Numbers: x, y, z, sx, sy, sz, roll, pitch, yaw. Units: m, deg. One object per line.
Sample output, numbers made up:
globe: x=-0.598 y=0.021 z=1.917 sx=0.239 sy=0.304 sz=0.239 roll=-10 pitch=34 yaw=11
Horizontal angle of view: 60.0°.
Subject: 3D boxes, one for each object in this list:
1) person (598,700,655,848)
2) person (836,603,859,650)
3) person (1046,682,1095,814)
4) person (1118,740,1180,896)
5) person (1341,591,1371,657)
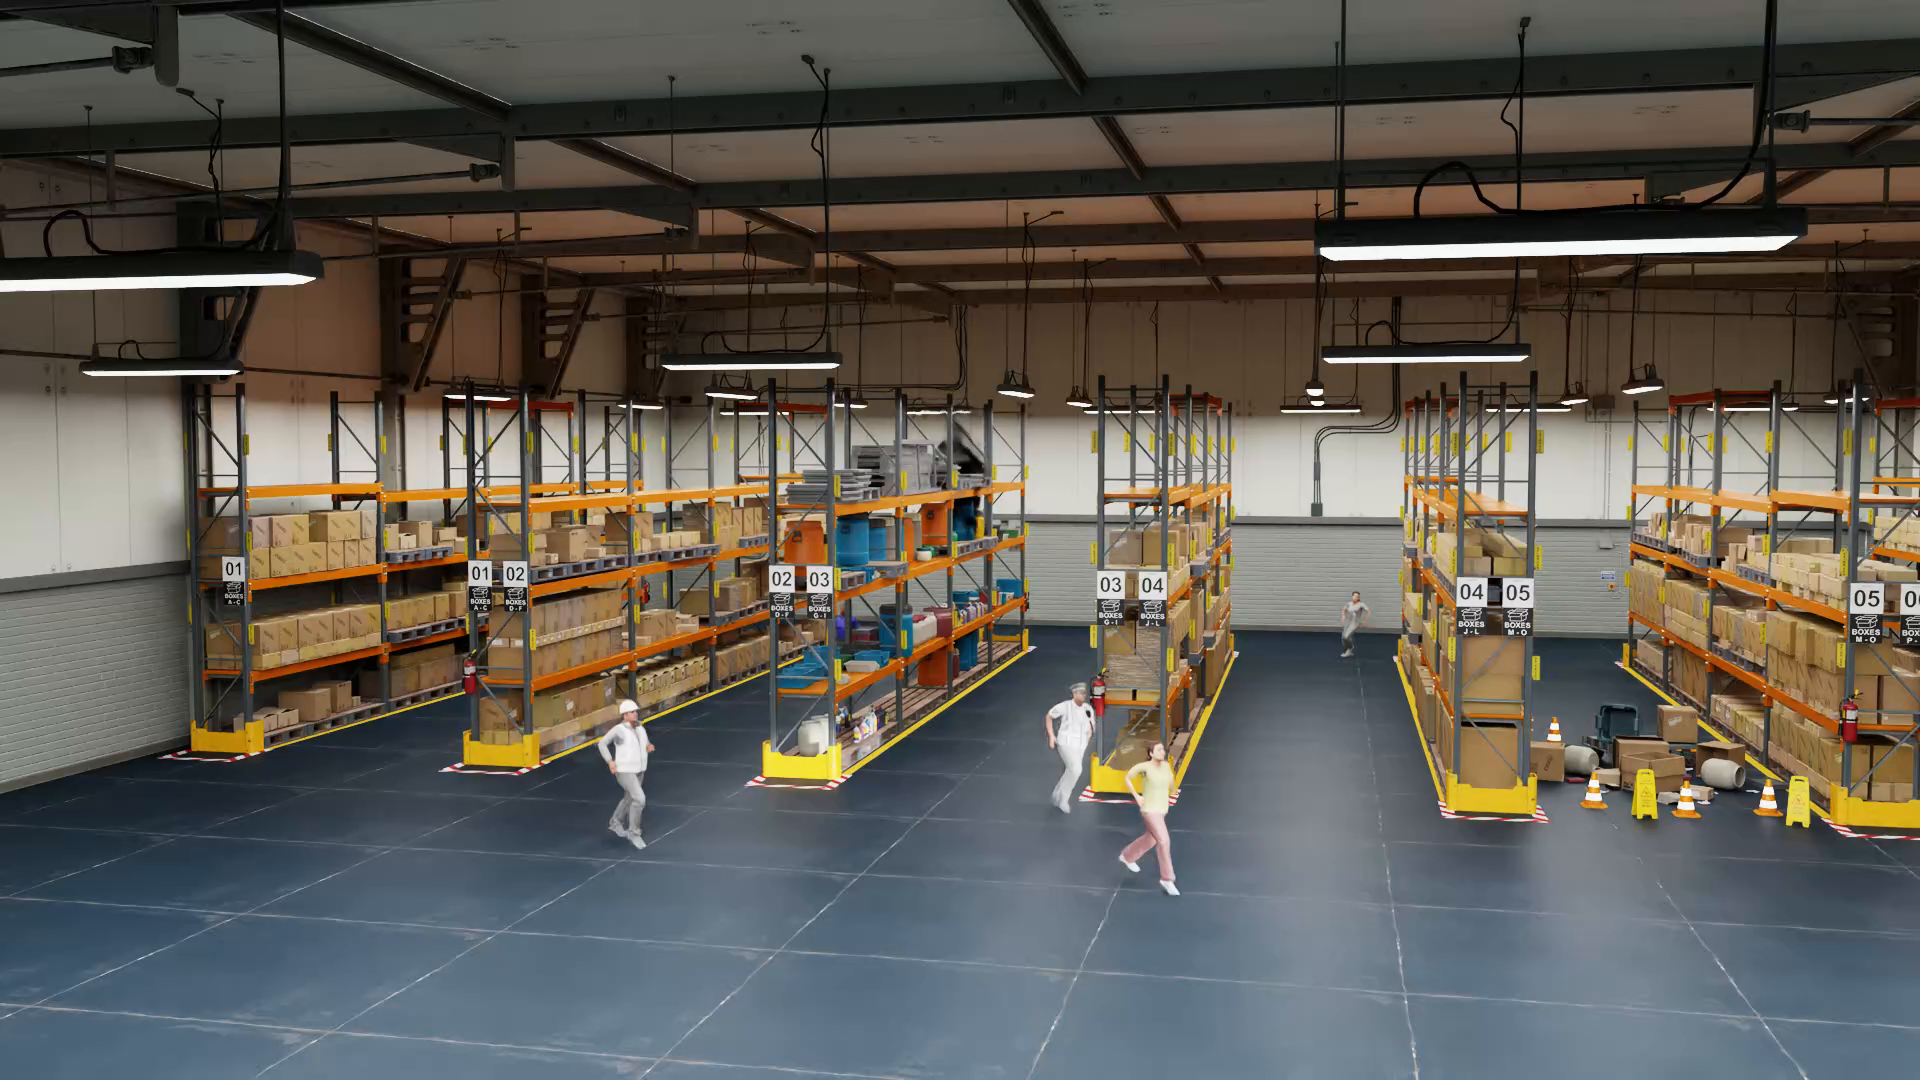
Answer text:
person: x=-4.142 y=2.926 z=20.865 sx=0.769 sy=1.837 sz=0.625 roll=2 pitch=4 yaw=27
person: x=-2.253 y=2.075 z=32.239 sx=0.563 sy=1.667 sz=0.572 roll=1 pitch=3 yaw=10
person: x=1.571 y=2.826 z=22.863 sx=0.668 sy=1.742 sz=0.673 roll=-2 pitch=4 yaw=-32
person: x=2.183 y=3.102 z=18.860 sx=0.545 sy=1.714 sz=0.990 roll=-3 pitch=4 yaw=-42
person: x=9.232 y=1.984 z=39.069 sx=0.609 sy=1.585 sz=0.707 roll=-3 pitch=4 yaw=-43
